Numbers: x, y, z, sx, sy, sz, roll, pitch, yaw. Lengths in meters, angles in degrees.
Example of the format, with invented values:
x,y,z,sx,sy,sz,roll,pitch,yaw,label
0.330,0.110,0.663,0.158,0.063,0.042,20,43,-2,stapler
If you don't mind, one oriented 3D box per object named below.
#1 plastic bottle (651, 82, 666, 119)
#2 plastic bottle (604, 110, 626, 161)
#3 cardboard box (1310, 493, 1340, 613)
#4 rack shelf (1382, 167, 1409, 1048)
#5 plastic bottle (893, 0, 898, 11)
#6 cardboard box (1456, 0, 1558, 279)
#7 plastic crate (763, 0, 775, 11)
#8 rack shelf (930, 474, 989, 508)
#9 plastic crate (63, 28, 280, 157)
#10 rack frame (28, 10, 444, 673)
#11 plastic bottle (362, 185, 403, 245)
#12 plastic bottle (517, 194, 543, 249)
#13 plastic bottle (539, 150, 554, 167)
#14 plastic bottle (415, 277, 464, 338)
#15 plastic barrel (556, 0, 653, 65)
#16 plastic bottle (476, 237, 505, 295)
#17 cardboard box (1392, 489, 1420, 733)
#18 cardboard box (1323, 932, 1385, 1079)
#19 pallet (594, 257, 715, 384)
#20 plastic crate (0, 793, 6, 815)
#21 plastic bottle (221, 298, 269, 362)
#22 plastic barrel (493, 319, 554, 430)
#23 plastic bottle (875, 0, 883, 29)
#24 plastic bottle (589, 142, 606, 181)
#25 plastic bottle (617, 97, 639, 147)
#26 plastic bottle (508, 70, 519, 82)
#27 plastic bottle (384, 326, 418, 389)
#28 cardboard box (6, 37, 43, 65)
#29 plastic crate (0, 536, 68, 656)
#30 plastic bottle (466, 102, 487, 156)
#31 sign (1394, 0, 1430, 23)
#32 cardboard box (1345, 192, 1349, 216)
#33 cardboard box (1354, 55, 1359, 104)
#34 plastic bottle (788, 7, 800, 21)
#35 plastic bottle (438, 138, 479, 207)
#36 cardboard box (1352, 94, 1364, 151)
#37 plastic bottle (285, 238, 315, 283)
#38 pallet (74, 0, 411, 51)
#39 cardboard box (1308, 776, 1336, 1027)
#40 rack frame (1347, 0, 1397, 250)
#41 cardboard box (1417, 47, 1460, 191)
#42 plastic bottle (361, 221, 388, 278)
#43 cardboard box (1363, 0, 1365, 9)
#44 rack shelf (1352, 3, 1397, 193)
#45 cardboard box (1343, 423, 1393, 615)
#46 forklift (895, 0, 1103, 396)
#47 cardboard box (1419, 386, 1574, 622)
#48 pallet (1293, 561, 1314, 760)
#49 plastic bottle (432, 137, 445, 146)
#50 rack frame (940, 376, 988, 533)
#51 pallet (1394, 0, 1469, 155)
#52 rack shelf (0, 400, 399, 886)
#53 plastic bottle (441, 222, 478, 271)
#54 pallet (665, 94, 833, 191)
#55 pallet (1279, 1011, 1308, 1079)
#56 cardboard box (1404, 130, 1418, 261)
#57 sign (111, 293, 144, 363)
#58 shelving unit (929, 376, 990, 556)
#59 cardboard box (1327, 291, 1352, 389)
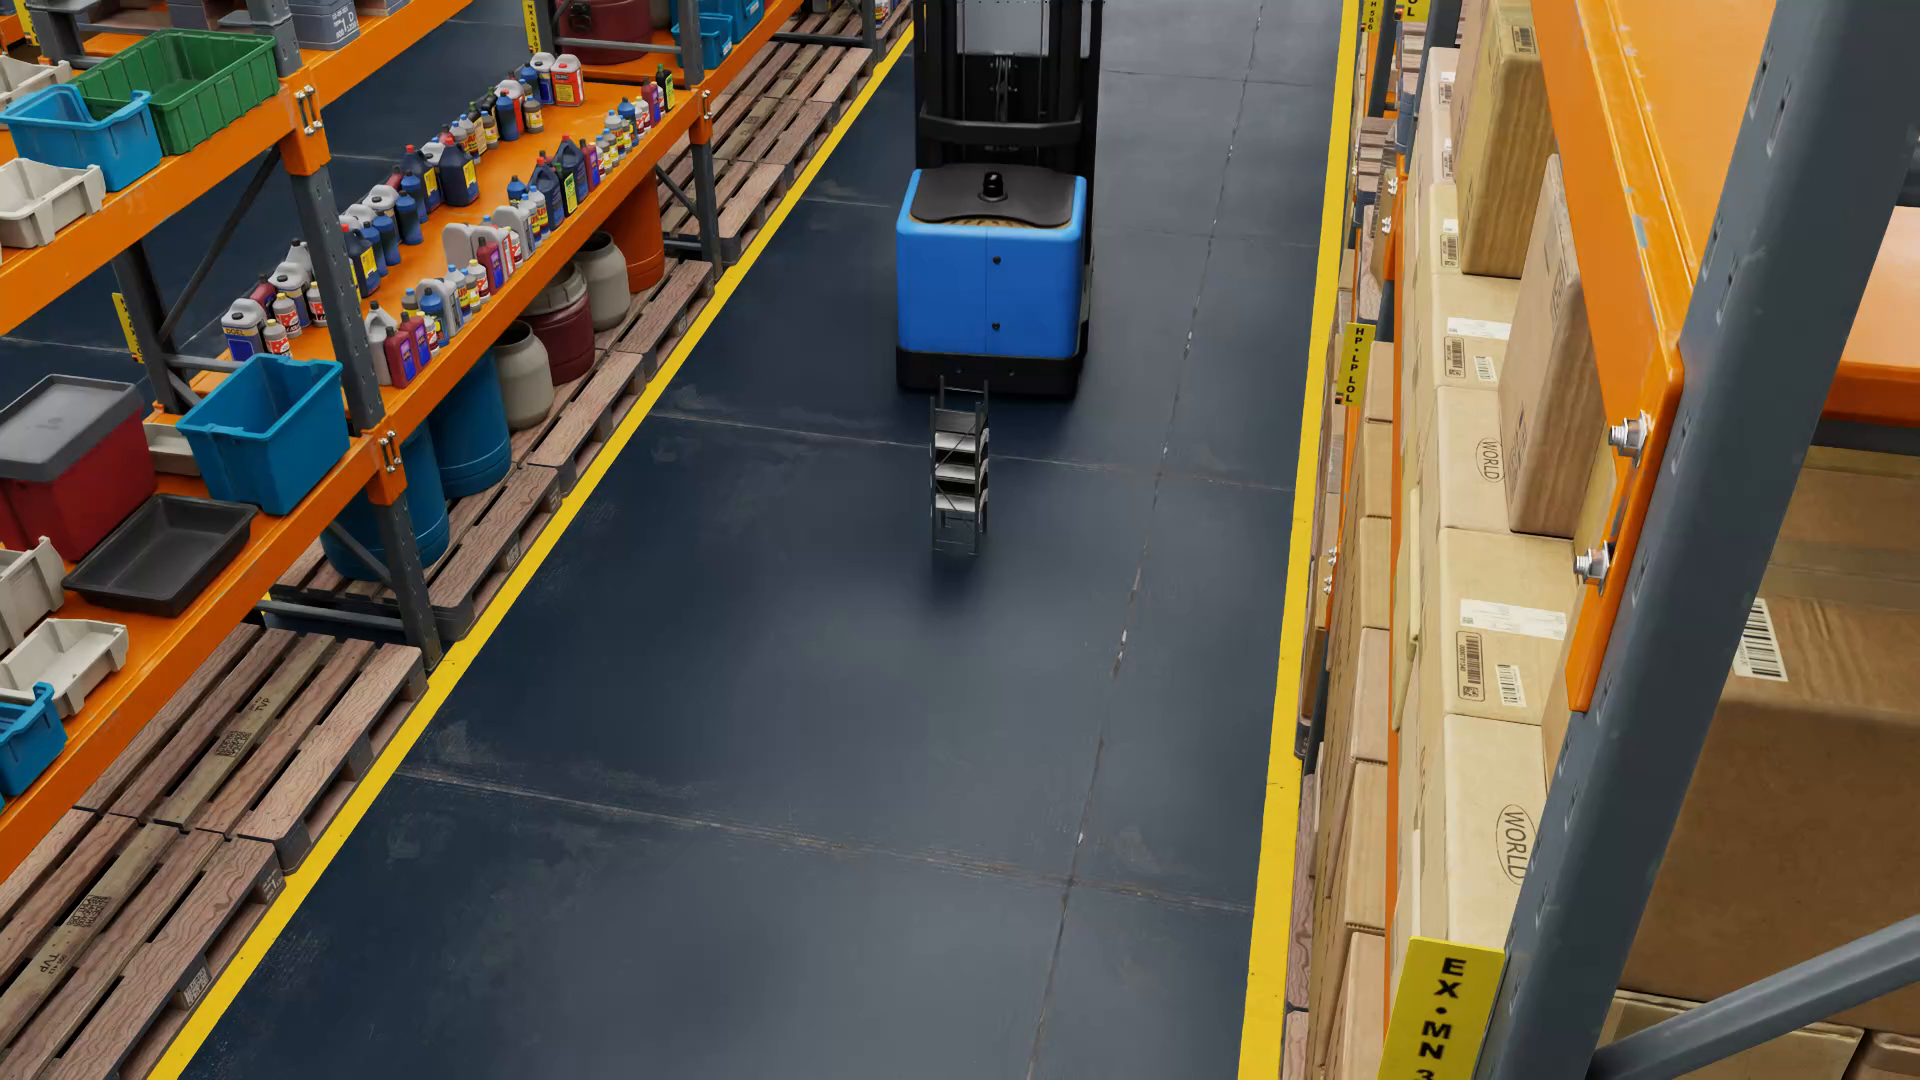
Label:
x,y,z,sx,sy,sz,roll,pitch,yaw,label
-1.770,-2.561,9.667,0.097,0.201,0.097,0,36,0,plastic bottle
-1.903,-2.234,9.156,0.097,0.271,0.097,0,36,0,plastic bottle
1.865,0.158,7.501,0.500,0.500,0.500,7,37,10,cardboard box
1.498,0.149,3.816,1.077,0.370,4.000,7,37,10,rack shelf
-0.626,-4.801,14.470,0.144,0.351,0.185,8,37,11,plastic bottle
1.513,-0.895,3.705,0.700,0.500,0.500,7,37,10,cardboard box
-1.414,-3.905,11.297,0.402,0.464,0.583,7,37,10,plastic crate
-0.002,-0.260,8.322,0.258,0.077,0.200,7,37,10,rack shelf
-2.708,-1.546,5.721,0.450,0.188,0.662,7,37,10,plastic crate
-2.913,-0.698,6.927,1.000,3.000,0.127,7,37,10,rack frame
-2.880,-1.623,8.309,0.152,0.276,0.135,7,37,10,plastic bottle
-2.143,-1.590,8.268,0.097,0.271,0.097,0,36,0,plastic bottle
-2.152,-1.915,8.706,0.061,0.283,0.133,7,37,10,plastic bottle
-2.364,-1.075,7.553,0.152,0.276,0.135,7,37,10,plastic bottle
-2.255,-3.350,10.470,0.600,0.536,0.708,7,37,10,plastic barrel
-2.228,-1.316,7.880,0.061,0.283,0.133,7,37,10,plastic bottle
1.135,0.163,3.310,0.500,0.250,0.500,7,37,10,cardboard box
1.005,1.194,3.380,0.500,0.500,0.500,8,37,11,cardboard box
-2.186,-1.405,10.278,1.003,0.211,1.213,7,37,10,pallet
-3.112,0.784,4.974,0.416,0.233,0.300,7,37,10,plastic crate
-3.144,-0.914,7.331,0.152,0.276,0.135,7,37,10,plastic bottle
-2.421,-0.889,8.952,0.421,0.512,0.421,0,36,0,plastic barrel
-0.708,-4.485,14.103,0.097,0.271,0.097,0,36,0,plastic bottle
-1.965,-2.038,8.946,0.097,0.201,0.097,0,36,0,plastic bottle
-1.861,-2.346,9.310,0.097,0.271,0.097,0,36,0,plastic bottle
-2.581,-2.553,9.587,0.061,0.283,0.133,7,37,10,plastic bottle
-2.418,-0.807,7.177,0.061,0.283,0.133,7,37,10,plastic bottle
-6.783,-3.469,11.867,0.500,0.250,0.500,9,37,12,cardboard box
-3.419,0.178,5.768,0.437,0.282,0.530,7,37,10,plastic crate
-2.688,-2.268,9.192,0.061,0.283,0.133,7,37,10,plastic bottle
1.383,-1.726,5.013,0.100,0.325,0.005,7,37,10,sign
2.871,-2.341,11.179,0.500,0.250,0.500,8,37,11,cardboard box
3.306,-3.518,12.803,0.500,0.250,0.500,6,36,9,cardboard box
-1.431,-4.576,14.288,0.097,0.201,0.097,0,36,0,plastic bottle
-2.623,-1.935,8.677,0.144,0.351,0.185,7,37,10,plastic bottle
2.976,-2.858,11.414,0.500,0.311,0.500,8,37,11,cardboard box
-3.036,-1.246,7.725,0.144,0.351,0.185,7,37,10,plastic bottle
-2.841,-2.298,6.739,1.213,0.211,1.003,7,37,10,pallet
1.228,1.015,4.478,0.500,0.500,0.500,7,36,9,cardboard box
2.780,-2.368,9.231,1.000,3.000,0.127,7,37,10,rack frame
1.579,-1.183,4.743,0.500,0.250,0.500,7,37,10,cardboard box
-2.833,-1.406,8.013,0.097,0.271,0.097,0,36,0,plastic bottle
3.729,-4.585,14.276,0.500,0.250,0.500,7,37,10,cardboard box
3.207,-3.223,11.024,1.077,0.370,4.000,7,37,10,rack shelf
1.440,0.011,5.012,0.500,0.500,0.500,6,36,9,cardboard box
0.301,-2.866,9.977,1.130,2.935,3.031,4,36,5,forklift
1.149,-0.037,3.161,0.500,0.250,0.500,7,37,10,cardboard box
2.062,0.583,7.536,1.003,0.211,1.213,7,37,10,pallet
-2.765,-2.006,8.842,0.097,0.271,0.097,0,36,0,plastic bottle
0.020,-0.418,8.330,0.240,0.900,0.006,7,37,10,rack frame
2.133,-1.578,5.746,1.213,0.211,1.003,7,37,10,pallet
-3.340,0.740,5.556,1.077,0.370,4.000,7,37,10,rack shelf
-2.393,-1.415,8.022,0.152,0.276,0.135,7,37,10,plastic bottle
-1.592,-2.999,12.477,1.003,0.211,1.213,7,37,10,pallet
1.519,2.150,5.375,1.003,0.211,1.213,7,37,10,pallet
1.580,-0.981,4.889,0.500,0.250,0.500,7,37,10,cardboard box
-3.450,-0.880,6.942,0.100,0.325,0.005,7,37,10,sign
-0.002,-0.360,8.250,0.258,0.900,0.210,7,37,10,shelving unit
2.297,-1.008,9.110,0.500,0.500,0.500,6,36,8,cardboard box
